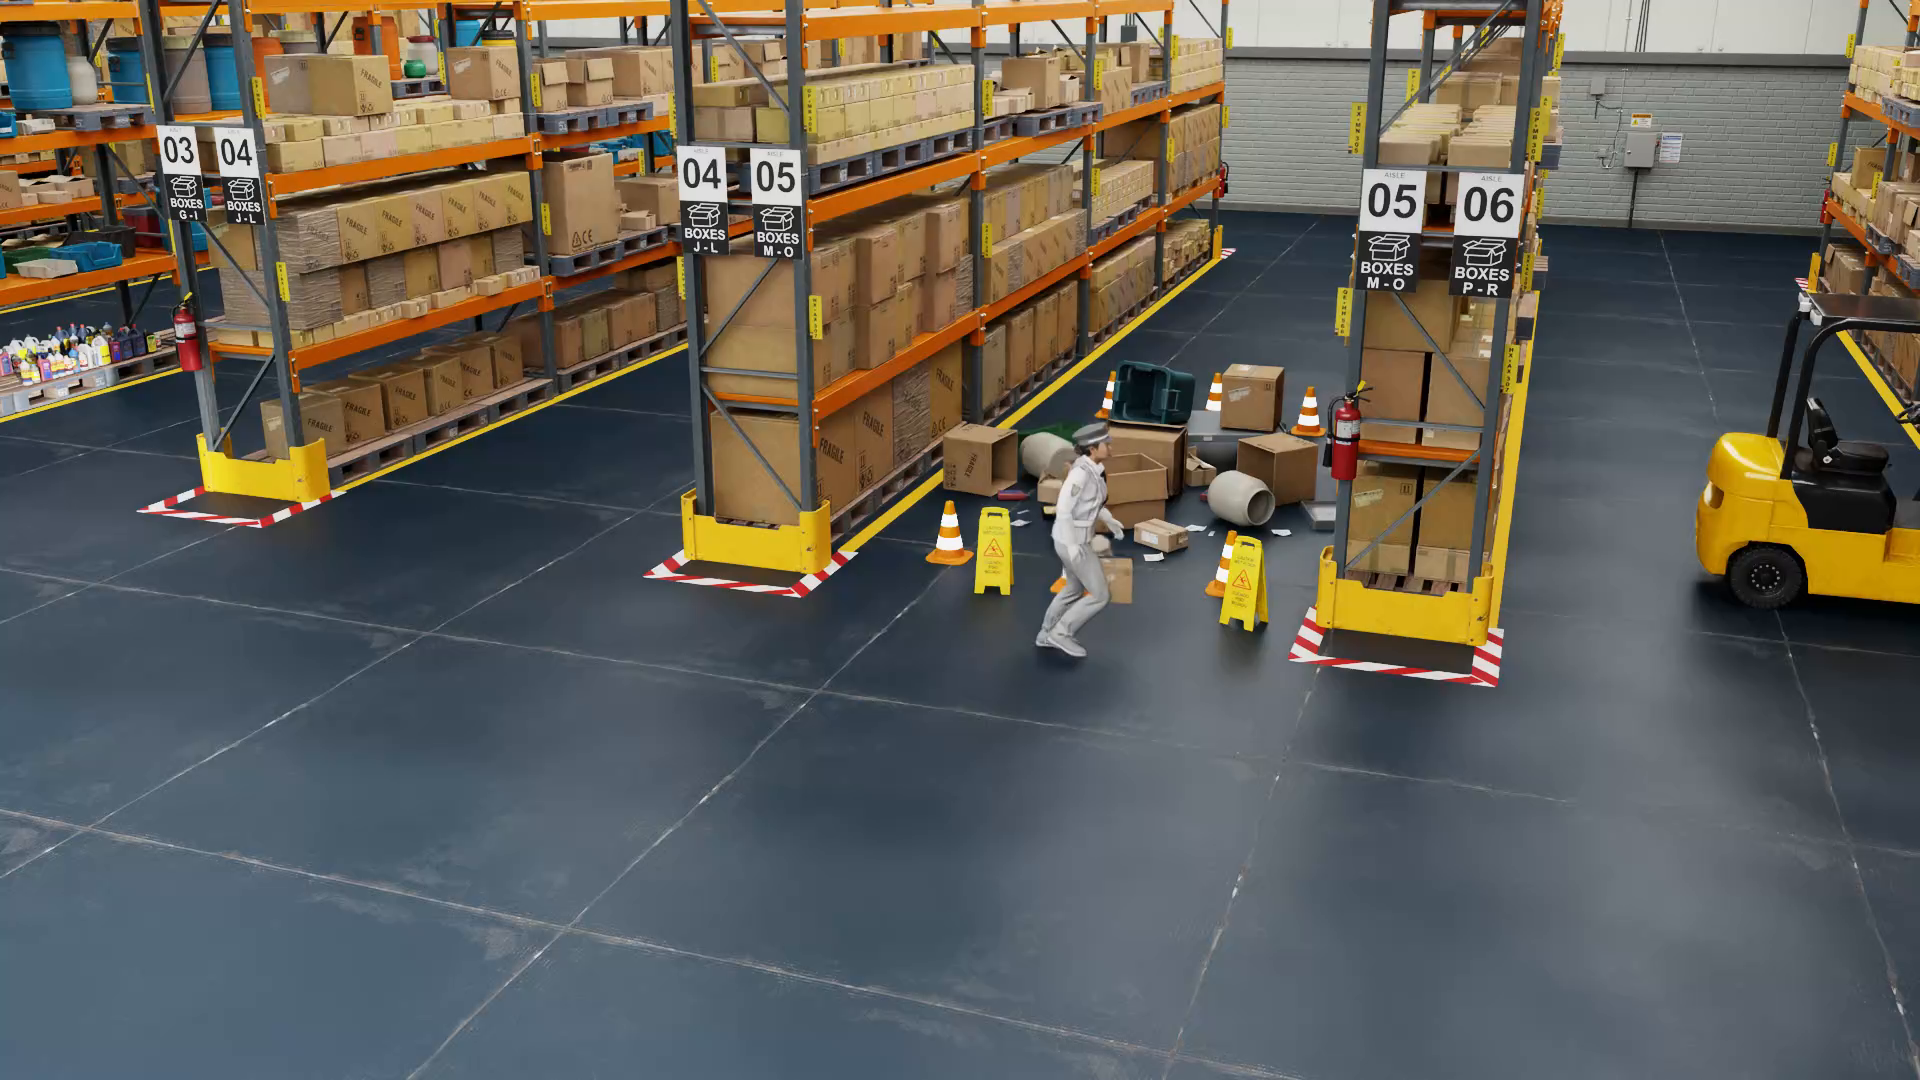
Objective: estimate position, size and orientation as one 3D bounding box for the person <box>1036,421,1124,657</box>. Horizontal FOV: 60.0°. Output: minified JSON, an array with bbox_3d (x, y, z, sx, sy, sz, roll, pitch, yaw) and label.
[{"bbox_3d":[0.799,-0.006,11.128,0.578,1.628,0.624,3,19,9],"label":"person"}]
